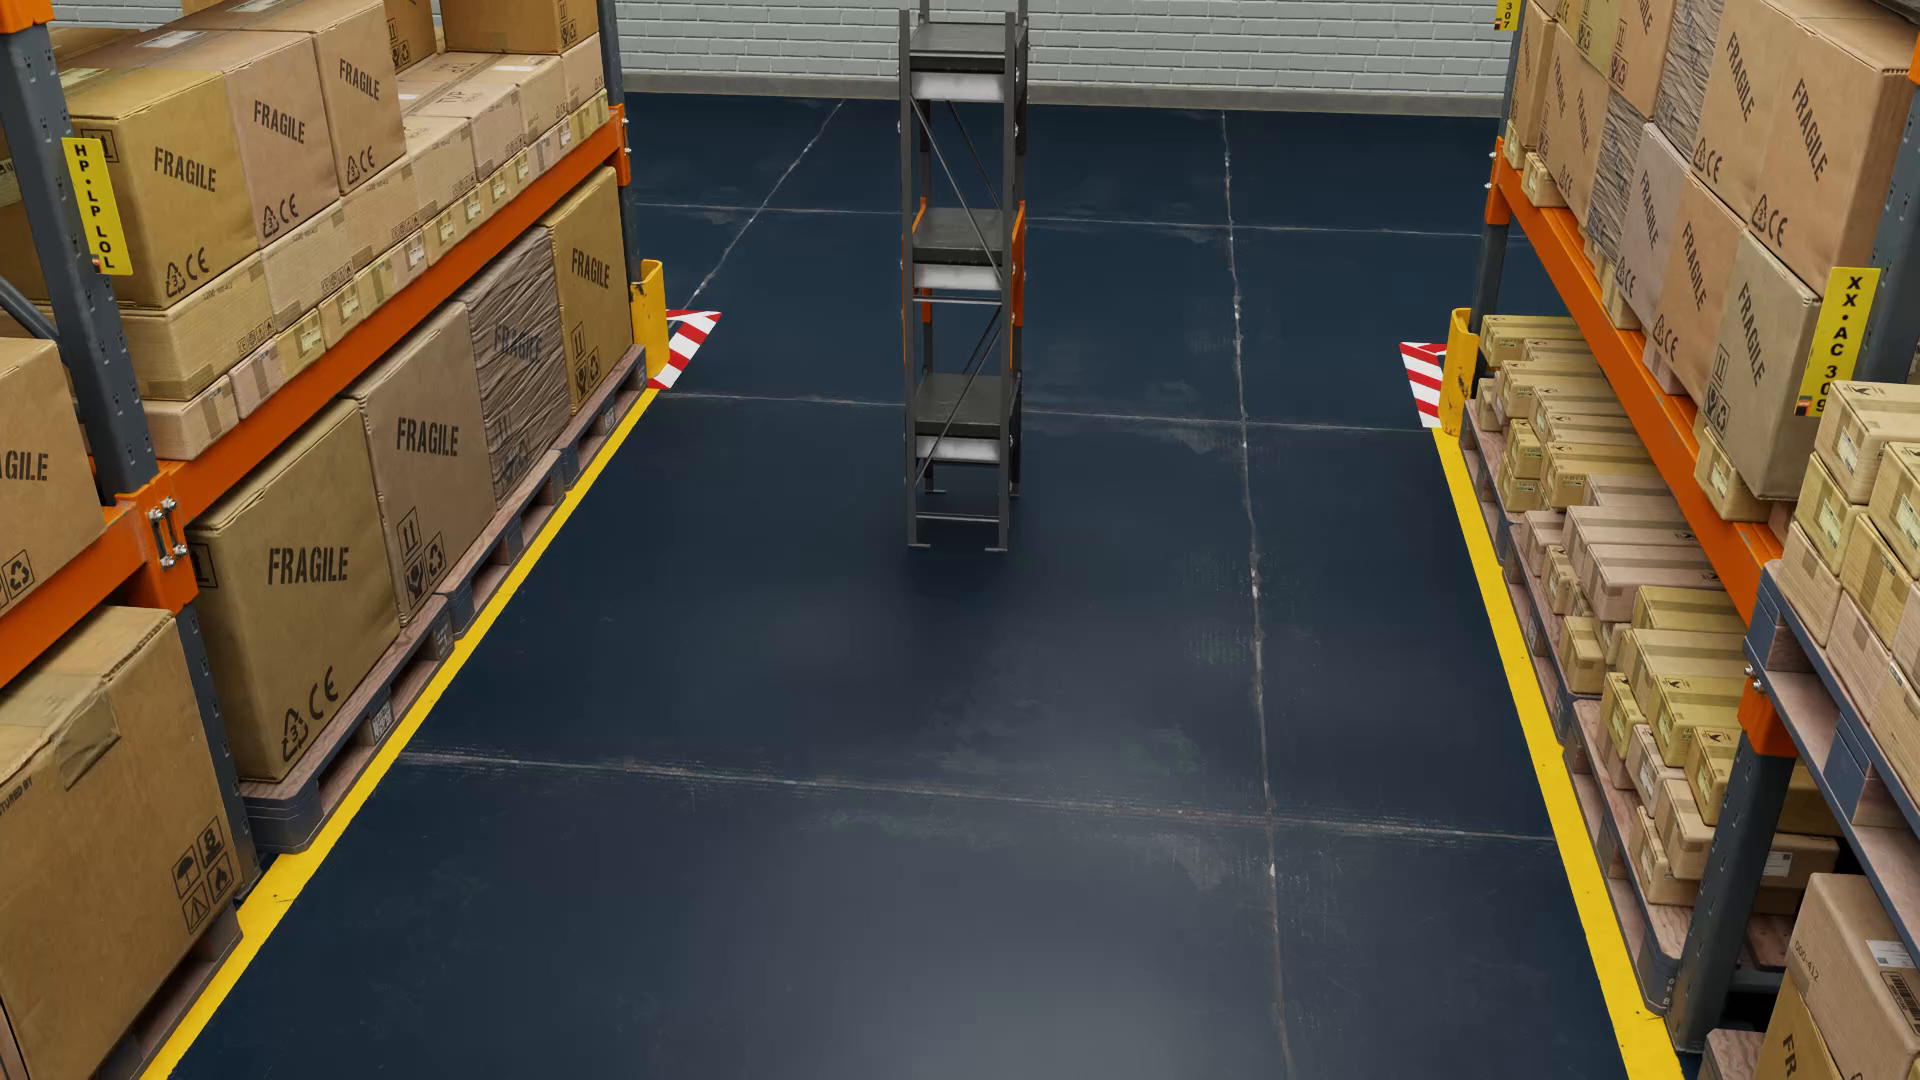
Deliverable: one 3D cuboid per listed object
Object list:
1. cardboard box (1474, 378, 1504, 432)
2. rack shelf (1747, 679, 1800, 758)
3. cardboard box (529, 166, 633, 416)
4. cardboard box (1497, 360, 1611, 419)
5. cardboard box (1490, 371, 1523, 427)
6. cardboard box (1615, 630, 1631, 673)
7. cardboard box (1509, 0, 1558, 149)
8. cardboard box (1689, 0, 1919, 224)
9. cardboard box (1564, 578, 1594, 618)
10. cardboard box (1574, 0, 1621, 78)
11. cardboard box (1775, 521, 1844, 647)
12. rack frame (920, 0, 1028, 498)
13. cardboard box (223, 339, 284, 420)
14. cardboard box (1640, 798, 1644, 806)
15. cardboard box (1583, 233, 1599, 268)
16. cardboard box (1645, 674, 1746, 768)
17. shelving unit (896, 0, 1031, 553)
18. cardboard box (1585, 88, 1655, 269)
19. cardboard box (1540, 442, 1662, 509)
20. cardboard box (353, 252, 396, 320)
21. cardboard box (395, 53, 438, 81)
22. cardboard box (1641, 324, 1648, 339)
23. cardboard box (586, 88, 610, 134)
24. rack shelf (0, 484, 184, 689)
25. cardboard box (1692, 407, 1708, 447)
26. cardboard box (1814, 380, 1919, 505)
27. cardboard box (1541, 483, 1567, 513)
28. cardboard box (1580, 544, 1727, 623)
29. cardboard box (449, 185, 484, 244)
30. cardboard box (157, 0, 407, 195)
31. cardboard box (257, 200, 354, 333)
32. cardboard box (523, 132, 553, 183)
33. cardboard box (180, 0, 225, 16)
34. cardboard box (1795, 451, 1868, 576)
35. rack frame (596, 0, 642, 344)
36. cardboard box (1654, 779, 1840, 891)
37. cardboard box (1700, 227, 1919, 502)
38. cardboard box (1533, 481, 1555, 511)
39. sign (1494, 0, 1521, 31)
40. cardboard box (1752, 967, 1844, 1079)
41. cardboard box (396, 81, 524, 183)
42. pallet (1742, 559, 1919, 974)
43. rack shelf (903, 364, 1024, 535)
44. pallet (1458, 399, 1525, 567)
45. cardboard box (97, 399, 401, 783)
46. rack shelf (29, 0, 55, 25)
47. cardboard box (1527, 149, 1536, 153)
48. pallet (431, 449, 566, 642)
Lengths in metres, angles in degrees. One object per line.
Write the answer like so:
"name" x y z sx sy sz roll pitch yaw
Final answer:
"cardboard box" 2.456 -0.579 7.226 0.380 0.149 0.250 4 29 7
"rack shelf" 2.103 1.264 2.001 1.077 0.370 4.000 3 28 6
"cardboard box" -2.071 -1.157 7.532 0.875 0.875 0.875 3 28 6
"cardboard box" 2.364 -0.594 6.626 0.380 0.149 0.250 3 28 6
"cardboard box" 2.429 -0.581 6.915 0.380 0.149 0.250 3 28 6
"cardboard box" 2.235 0.410 5.075 0.380 0.149 0.250 4 29 7
"cardboard box" 2.509 -1.857 6.616 0.500 0.500 0.500 5 29 9
"cardboard box" 2.195 -1.090 4.138 0.500 0.500 0.500 2 28 5
"cardboard box" 2.283 0.265 5.658 0.380 0.149 0.250 4 29 7
"cardboard box" 2.378 -1.815 5.484 0.500 0.500 0.500 3 28 5
"cardboard box" 1.843 0.090 3.243 0.380 0.149 0.250 2 28 4
"rack frame" 0.050 -1.117 6.610 0.400 2.100 0.015 3 28 6
"cardboard box" -2.164 -0.463 4.712 0.380 0.149 0.250 2 28 5
"cardboard box" 2.172 0.754 4.751 0.380 0.149 0.250 4 29 8
"cardboard box" 2.385 -1.017 5.740 0.380 0.149 0.250 3 28 5
"cardboard box" 2.125 0.509 4.579 0.380 0.149 0.250 4 29 7
"shelving unit" 0.020 -1.002 6.397 0.431 2.100 0.503 3 28 6
"cardboard box" 2.339 -1.134 5.273 0.500 0.500 0.500 3 28 5
"cardboard box" 2.295 -0.222 5.935 0.380 0.149 0.250 4 29 7
"cardboard box" -2.071 -0.832 5.396 0.380 0.149 0.250 3 28 5
"cardboard box" -2.456 -1.823 6.815 0.500 0.250 0.500 3 28 6
"cardboard box" 2.310 -0.648 5.055 0.380 0.149 0.250 3 28 5
"cardboard box" -1.789 -1.916 7.409 0.380 0.149 0.250 4 29 7
"rack shelf" -2.808 0.928 2.624 1.077 0.370 4.000 3 28 6
"cardboard box" 2.166 -0.282 4.376 0.380 0.149 0.250 4 29 8
"cardboard box" 1.843 -0.172 3.102 0.380 0.149 0.250 5 29 9
"cardboard box" 2.410 -0.216 6.237 0.380 0.149 0.250 2 28 4
"cardboard box" 2.199 0.140 5.262 0.380 0.149 0.250 2 28 4
"cardboard box" -1.977 -1.196 6.073 0.380 0.149 0.250 4 29 7
"cardboard box" -2.123 -1.413 5.263 0.500 0.500 0.500 2 28 5
"cardboard box" -2.179 -0.835 4.982 0.500 0.250 0.500 3 28 6
"cardboard box" -1.883 -1.557 6.743 0.380 0.149 0.250 4 29 7
"cardboard box" -2.518 -1.919 6.202 0.500 0.500 0.500 3 28 5
"cardboard box" 1.843 -0.041 3.172 0.380 0.149 0.250 4 29 7
"rack frame" -2.072 -2.213 7.696 1.000 3.000 0.127 3 28 6
"cardboard box" 2.071 0.778 4.393 0.380 0.149 0.250 4 29 7
"cardboard box" 2.127 -0.414 3.936 0.500 0.500 0.500 3 28 6
"cardboard box" 2.405 -0.094 6.326 0.380 0.149 0.250 3 29 6
"sign" 2.299 -2.290 6.925 0.100 0.325 0.005 3 28 6
"cardboard box" 1.994 1.253 3.454 0.500 0.500 0.500 4 29 8
"cardboard box" -1.993 -1.556 6.321 0.500 0.250 0.500 2 28 4
"pallet" 2.110 0.441 2.971 1.003 0.211 1.213 3 28 6
"rack shelf" 0.020 -0.374 6.735 0.431 0.518 0.480 3 28 6
"pallet" 2.694 -0.234 6.961 1.003 0.211 1.213 3 28 6
"cardboard box" -2.402 0.114 5.173 0.875 0.875 0.875 3 28 6
"rack shelf" -2.317 -2.276 5.407 1.077 0.370 4.000 3 28 6
"cardboard box" 2.483 -1.511 6.657 0.380 0.149 0.250 4 29 8
"pallet" -2.245 -0.032 6.587 1.003 0.211 1.213 3 28 6
